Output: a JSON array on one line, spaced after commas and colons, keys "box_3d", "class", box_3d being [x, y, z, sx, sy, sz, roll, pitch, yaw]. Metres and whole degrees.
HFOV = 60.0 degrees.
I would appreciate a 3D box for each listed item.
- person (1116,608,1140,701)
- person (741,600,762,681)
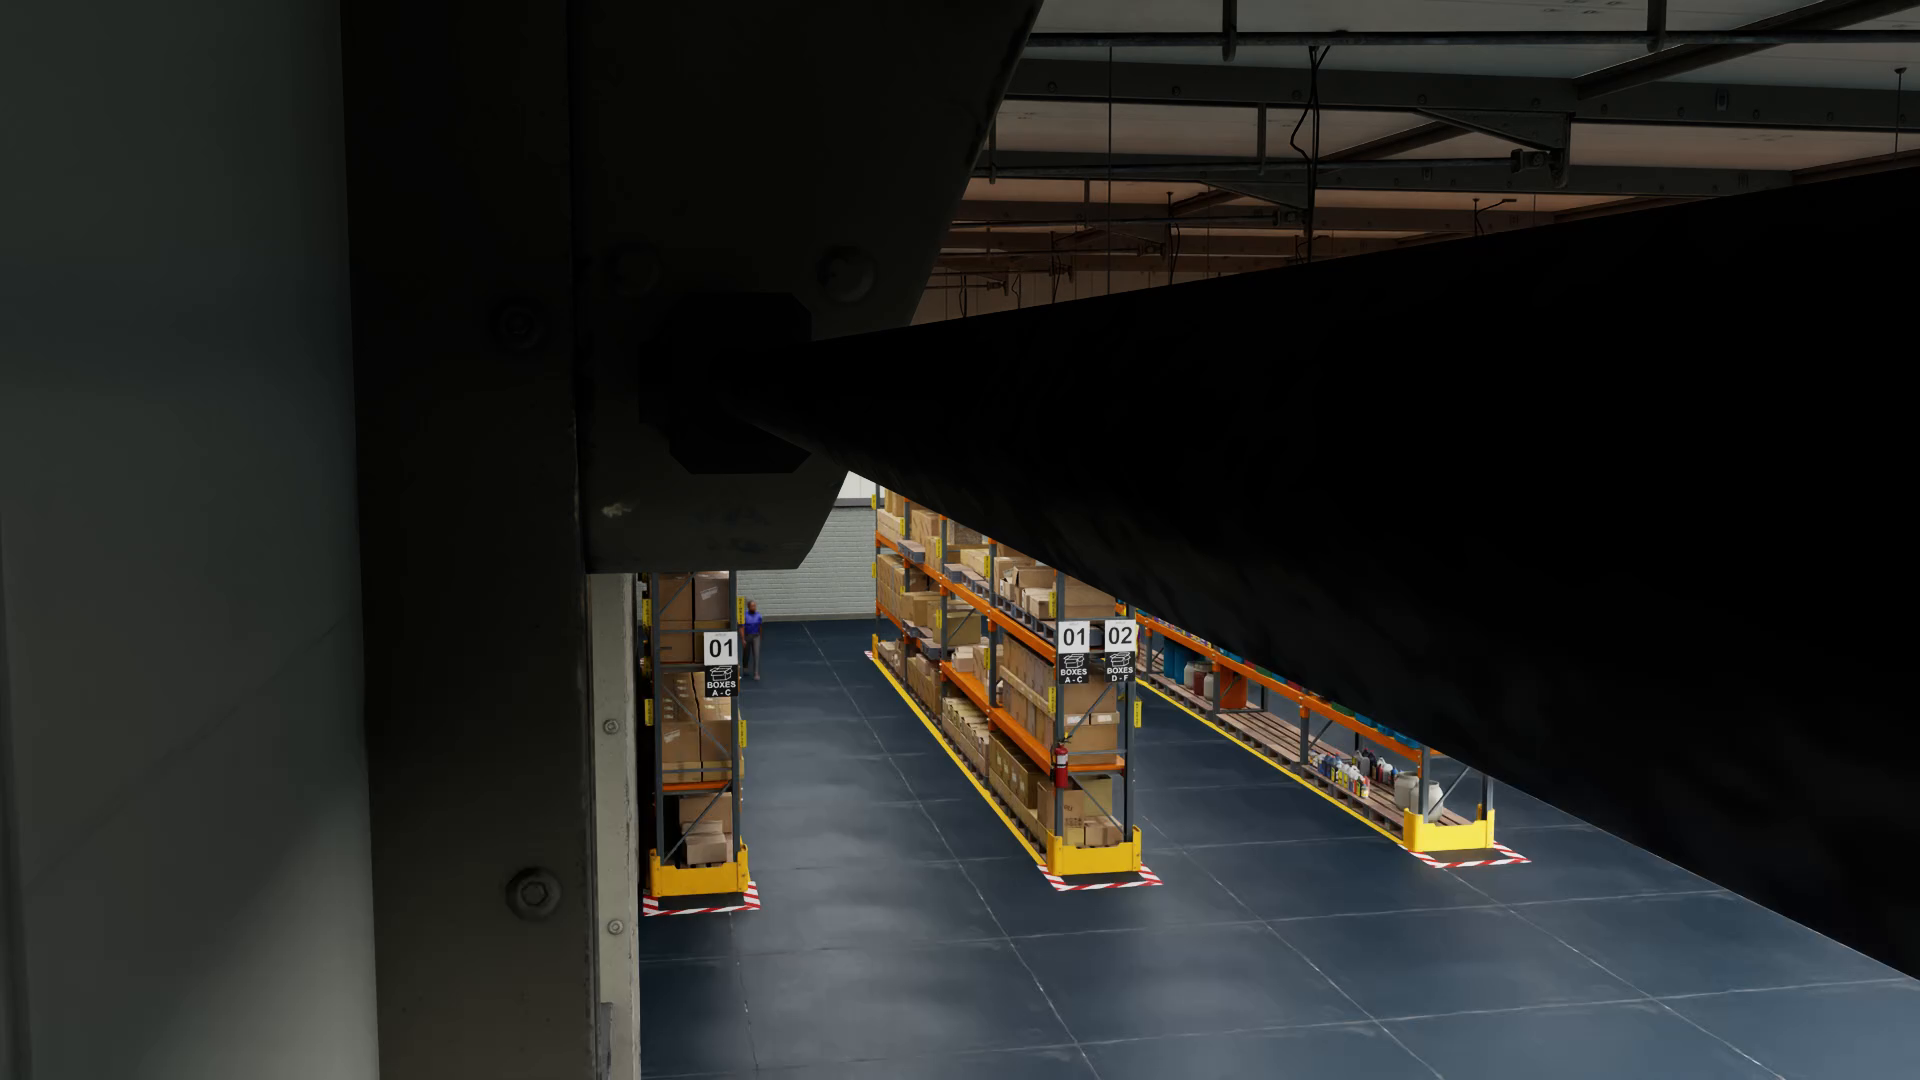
[{"box_3d": [3.177, 2.198, 31.824, 0.609, 1.787, 0.385, -4, 7, -37], "class": "person"}, {"box_3d": [-4.268, 2.023, 34.026, 0.448, 1.589, 1.045, -1, 6, -12], "class": "person"}]
